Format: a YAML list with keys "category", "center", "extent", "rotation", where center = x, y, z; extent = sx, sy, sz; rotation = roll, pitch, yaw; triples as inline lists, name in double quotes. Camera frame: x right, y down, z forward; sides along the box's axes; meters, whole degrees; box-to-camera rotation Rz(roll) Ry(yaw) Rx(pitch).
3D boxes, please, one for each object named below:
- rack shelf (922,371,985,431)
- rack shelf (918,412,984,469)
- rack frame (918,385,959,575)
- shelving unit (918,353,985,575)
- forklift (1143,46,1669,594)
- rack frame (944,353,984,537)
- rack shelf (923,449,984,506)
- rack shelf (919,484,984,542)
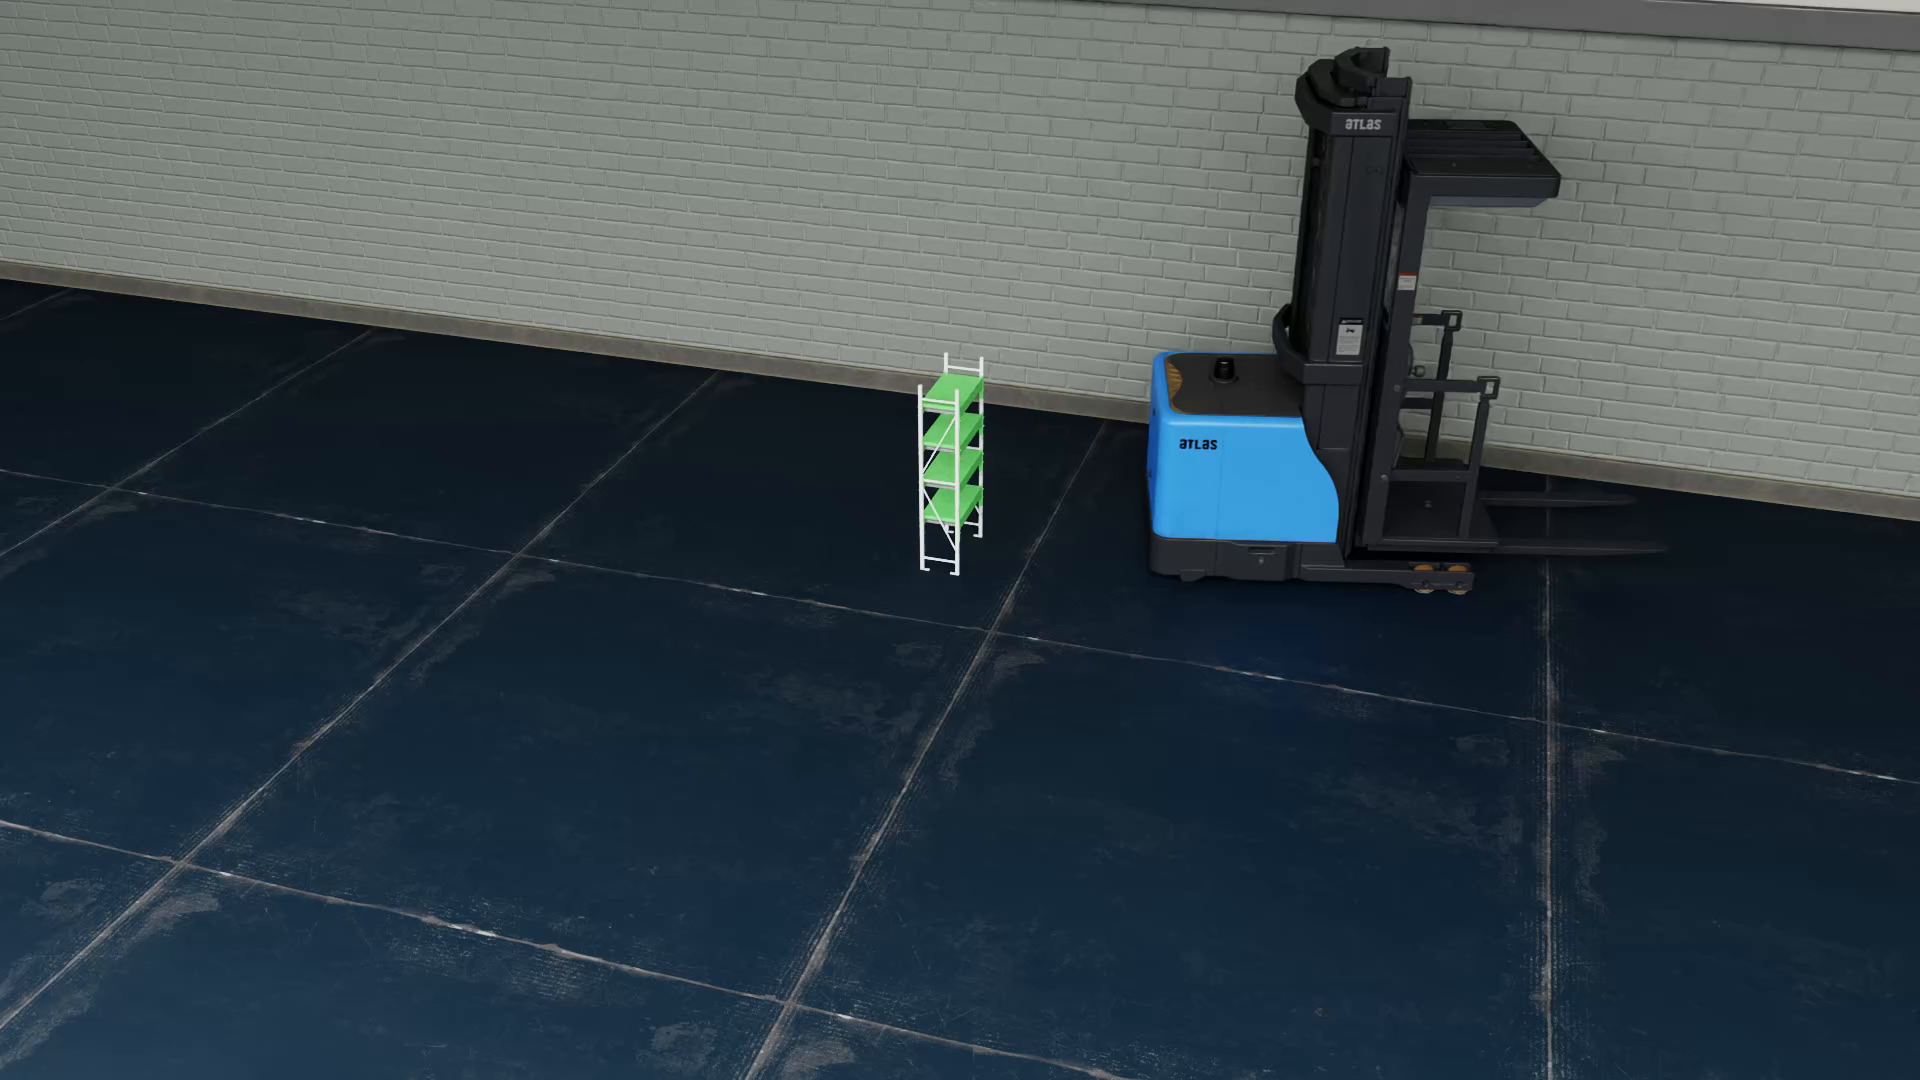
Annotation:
- category: "rack shelf"
  center: [-0.049, -0.811, 9.653]
  extent: [0.258, 0.148, 0.480]
  rotation: [8, 30, 15]
- category: "rack shelf"
  center: [-0.049, -0.601, 9.770]
  extent: [0.258, 0.148, 0.480]
  rotation: [8, 30, 15]
- category: "rack frame"
  center: [-0.120, -0.334, 9.651]
  extent: [0.240, 1.200, 0.015]
  rotation: [8, 30, 15]
- category: "shelving unit"
  center: [-0.049, -0.447, 9.855]
  extent: [0.258, 1.200, 0.503]
  rotation: [8, 30, 15]
- category: "forklift"
  center: [2.654, -1.230, 9.482]
  extent: [3.031, 2.935, 1.130]
  rotation: [2, 29, 3]
- category: "rack frame"
  center: [0.023, -0.561, 10.059]
  extent: [0.240, 1.200, 0.015]
  rotation: [8, 30, 15]
- category: "rack shelf"
  center: [-0.049, -0.392, 9.886]
  extent: [0.258, 0.148, 0.480]
  rotation: [8, 30, 15]
- category: "rack shelf"
  center: [-0.049, -0.182, 10.003]
  extent: [0.258, 0.148, 0.480]
  rotation: [8, 30, 15]
